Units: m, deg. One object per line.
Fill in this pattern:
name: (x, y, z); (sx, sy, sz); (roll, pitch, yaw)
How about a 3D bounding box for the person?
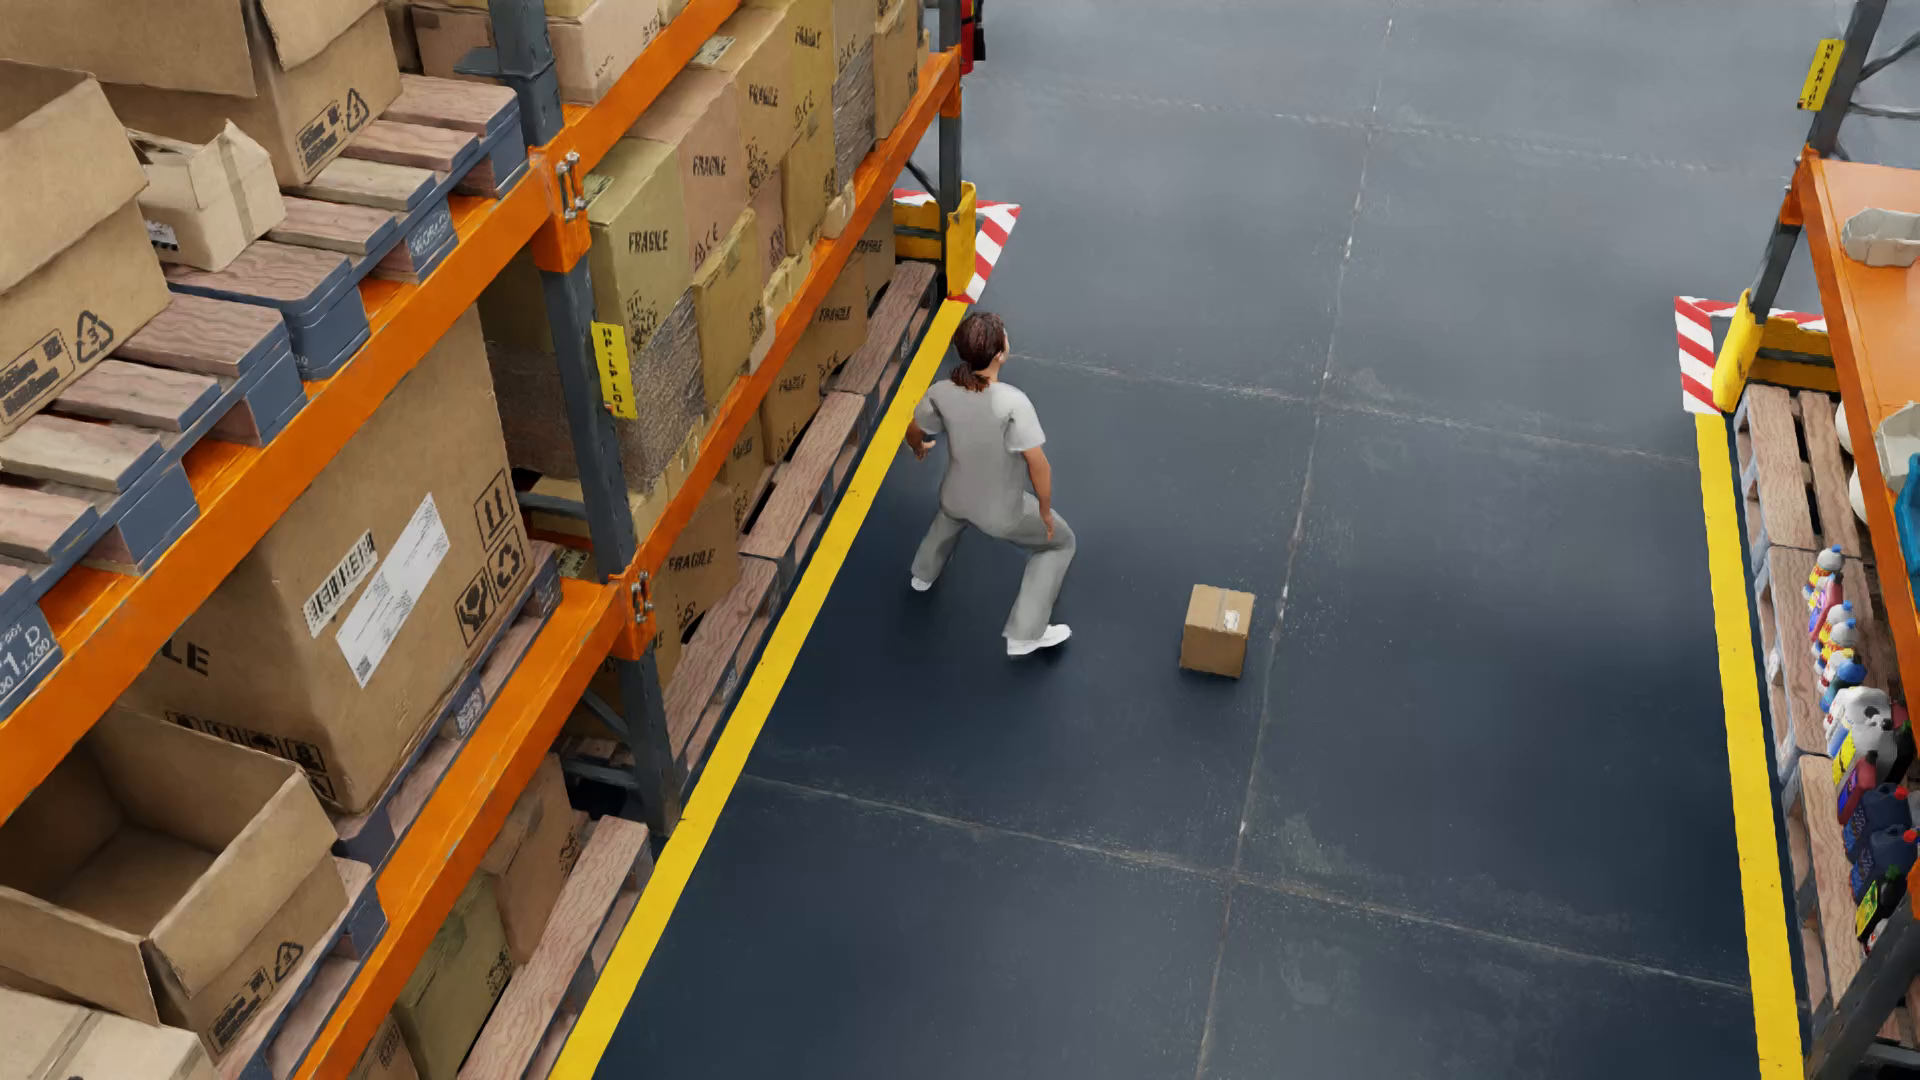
person: (0.107, -0.261, 6.580); (0.795, 1.521, 0.493); (24, 47, 25)
